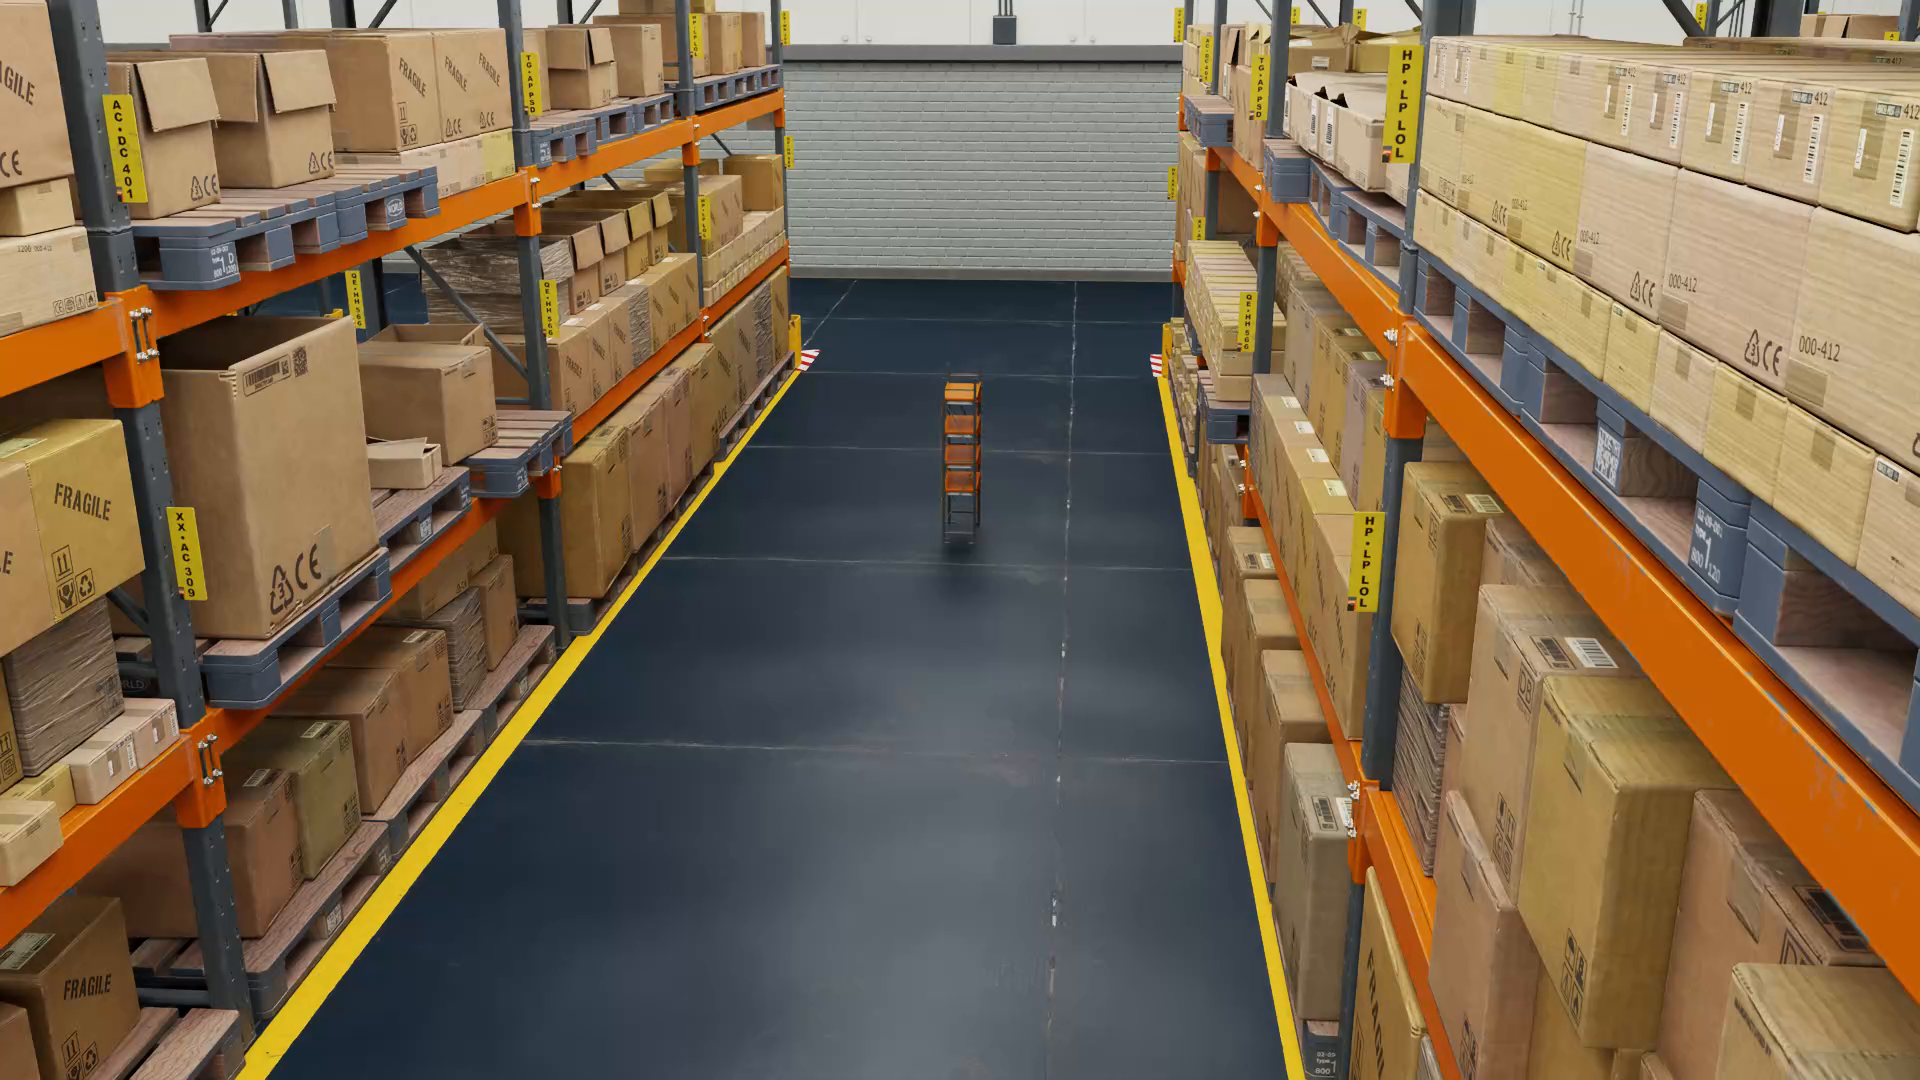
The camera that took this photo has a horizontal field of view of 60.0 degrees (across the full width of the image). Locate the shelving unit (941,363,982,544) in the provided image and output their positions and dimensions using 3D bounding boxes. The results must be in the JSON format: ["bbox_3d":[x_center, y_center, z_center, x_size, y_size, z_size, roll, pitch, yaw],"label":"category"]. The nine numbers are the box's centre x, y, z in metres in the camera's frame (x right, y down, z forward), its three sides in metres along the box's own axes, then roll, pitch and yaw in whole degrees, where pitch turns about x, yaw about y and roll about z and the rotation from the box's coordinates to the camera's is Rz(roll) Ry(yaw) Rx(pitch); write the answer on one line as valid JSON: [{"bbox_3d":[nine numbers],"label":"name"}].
[{"bbox_3d":[0.012,-0.622,11.893,0.258,1.200,0.503,1,18,4],"label":"shelving unit"}]

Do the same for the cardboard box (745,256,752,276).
[{"bbox_3d":[-2.098,-2.485,15.092,0.380,0.149,0.250,1,18,2],"label":"cardboard box"}]

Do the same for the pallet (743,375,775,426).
[{"bbox_3d":[-2.344,-1.325,15.627,1.003,0.211,1.213,1,18,4],"label":"pallet"}]

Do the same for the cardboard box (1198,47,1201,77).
[{"bbox_3d":[2.240,-3.958,13.804,0.500,0.250,0.500,2,18,6],"label":"cardboard box"}]

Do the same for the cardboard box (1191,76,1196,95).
[{"bbox_3d":[2.264,-3.872,14.347,0.500,0.250,0.500,1,18,4],"label":"cardboard box"}]

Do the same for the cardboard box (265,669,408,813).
[{"bbox_3d":[-2.977,0.916,7.618,0.700,0.500,0.500,0,18,-1],"label":"cardboard box"}]

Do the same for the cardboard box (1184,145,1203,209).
[{"bbox_3d":[2.246,-3.190,14.597,0.500,0.500,0.500,1,18,2],"label":"cardboard box"}]

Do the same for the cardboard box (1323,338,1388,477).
[{"bbox_3d":[1.944,-0.559,7.047,0.700,0.500,0.500,1,18,3],"label":"cardboard box"}]

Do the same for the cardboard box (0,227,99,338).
[{"bbox_3d":[-2.907,-0.758,4.842,0.500,0.250,0.500,2,18,6],"label":"cardboard box"}]

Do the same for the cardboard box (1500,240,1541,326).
[{"bbox_3d":[1.369,-0.540,3.506,0.380,0.149,0.250,1,18,3],"label":"cardboard box"}]

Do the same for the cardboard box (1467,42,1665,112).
[{"bbox_3d":[1.404,-1.078,3.865,0.380,0.149,0.250,1,18,3],"label":"cardboard box"}]

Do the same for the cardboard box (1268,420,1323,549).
[{"bbox_3d":[1.720,-0.251,7.710,0.500,0.500,0.500,1,18,4],"label":"cardboard box"}]

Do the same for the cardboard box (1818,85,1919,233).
[{"bbox_3d":[1.259,-0.448,1.945,0.380,0.149,0.250,2,18,5],"label":"cardboard box"}]

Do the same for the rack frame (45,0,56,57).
[{"bbox_3d":[-7.502,-4.997,12.721,1.000,3.000,0.127,1,18,4],"label":"rack frame"}]

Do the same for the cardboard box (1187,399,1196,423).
[{"bbox_3d":[2.091,-1.069,13.794,0.380,0.149,0.250,0,18,1],"label":"cardboard box"}]

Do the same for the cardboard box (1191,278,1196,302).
[{"bbox_3d":[1.839,-1.761,11.733,0.380,0.149,0.250,1,18,2],"label":"cardboard box"}]

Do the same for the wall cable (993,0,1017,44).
[{"bbox_3d":[1.568,-9.337,20.799,2.277,5.999,0.120,1,18,4],"label":"wall cable"}]

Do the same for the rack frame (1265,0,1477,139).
[{"bbox_3d":[2.092,-3.502,8.159,1.000,3.000,0.127,1,18,4],"label":"rack frame"}]

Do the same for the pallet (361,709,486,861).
[{"bbox_3d":[-2.996,1.152,8.067,1.003,0.211,1.213,1,18,4],"label":"pallet"}]

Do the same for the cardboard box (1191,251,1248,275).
[{"bbox_3d":[1.857,-1.978,11.916,0.380,0.149,0.250,1,18,4],"label":"cardboard box"}]

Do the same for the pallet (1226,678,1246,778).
[{"bbox_3d":[1.960,0.917,8.785,1.003,0.211,1.213,1,18,4],"label":"pallet"}]

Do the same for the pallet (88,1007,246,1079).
[{"bbox_3d":[-3.148,1.984,5.531,1.003,0.211,1.213,1,18,4],"label":"pallet"}]

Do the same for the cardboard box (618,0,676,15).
[{"bbox_3d":[-2.488,-4.404,13.529,0.500,0.250,0.500,0,18,0],"label":"cardboard box"}]

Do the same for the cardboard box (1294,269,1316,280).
[{"bbox_3d":[2.450,-1.723,11.136,0.380,0.149,0.250,0,18,1],"label":"cardboard box"}]

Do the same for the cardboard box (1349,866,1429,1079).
[{"bbox_3d":[1.690,1.595,4.976,0.875,0.875,0.875,2,18,5],"label":"cardboard box"}]

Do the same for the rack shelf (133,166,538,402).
[{"bbox_3d":[-2.992,-1.256,7.276,1.077,0.370,4.000,1,18,4],"label":"rack shelf"}]

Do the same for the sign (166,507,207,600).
[{"bbox_3d":[-2.593,0.047,5.571,0.100,0.325,0.005,1,18,4],"label":"sign"}]

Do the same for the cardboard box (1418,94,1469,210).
[{"bbox_3d":[1.491,-1.006,4.286,0.500,0.250,0.500,1,18,4],"label":"cardboard box"}]

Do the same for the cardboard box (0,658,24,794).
[{"bbox_3d":[-3.300,0.553,4.780,0.875,0.500,0.500,1,18,4],"label":"cardboard box"}]

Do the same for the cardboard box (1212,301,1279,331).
[{"bbox_3d":[1.709,-1.336,9.956,0.380,0.149,0.250,2,18,6],"label":"cardboard box"}]

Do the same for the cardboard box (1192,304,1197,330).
[{"bbox_3d":[1.819,-1.541,11.537,0.380,0.149,0.250,0,18,1],"label":"cardboard box"}]

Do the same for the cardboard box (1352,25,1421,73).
[{"bbox_3d":[2.433,-2.767,9.345,0.396,0.266,0.258,1,18,4],"label":"cardboard box"}]

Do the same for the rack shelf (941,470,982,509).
[{"bbox_3d":[0.012,-0.369,11.976,0.258,0.148,0.480,1,18,4],"label":"rack shelf"}]

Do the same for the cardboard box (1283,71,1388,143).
[{"bbox_3d":[1.820,-2.061,7.888,0.500,0.311,0.500,1,18,4],"label":"cardboard box"}]

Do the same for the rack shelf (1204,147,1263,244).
[{"bbox_3d":[2.235,-2.356,10.634,1.077,0.370,4.000,1,18,4],"label":"rack shelf"}]

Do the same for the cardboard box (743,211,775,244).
[{"bbox_3d":[-2.082,-3.034,16.128,0.500,0.250,0.500,1,18,3],"label":"cardboard box"}]

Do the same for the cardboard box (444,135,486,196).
[{"bbox_3d":[-2.660,-1.840,8.144,0.500,0.250,0.500,1,18,4],"label":"cardboard box"}]

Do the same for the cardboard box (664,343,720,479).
[{"bbox_3d":[-2.587,-1.026,12.976,1.225,0.875,0.875,1,18,4],"label":"cardboard box"}]

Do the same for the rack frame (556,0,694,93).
[{"bbox_3d":[-2.561,-4.886,12.384,1.000,3.000,0.127,1,18,4],"label":"rack frame"}]

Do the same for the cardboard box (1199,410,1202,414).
[{"bbox_3d":[2.062,-1.038,12.409,0.500,0.250,0.500,0,18,1],"label":"cardboard box"}]

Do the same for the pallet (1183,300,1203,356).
[{"bbox_3d":[2.179,-1.568,12.200,1.003,0.211,1.213,1,18,4],"label":"pallet"}]

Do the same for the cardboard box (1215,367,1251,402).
[{"bbox_3d":[1.669,-0.895,9.566,0.380,0.149,0.250,2,18,5],"label":"cardboard box"}]

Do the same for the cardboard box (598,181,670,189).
[{"bbox_3d":[-2.755,-2.766,14.107,0.500,0.500,0.500,1,18,4],"label":"cardboard box"}]

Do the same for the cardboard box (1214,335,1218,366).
[{"bbox_3d":[1.690,-1.119,9.773,0.380,0.149,0.250,2,18,6],"label":"cardboard box"}]

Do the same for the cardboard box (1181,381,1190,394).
[{"bbox_3d":[2.211,-1.344,15.112,0.380,0.149,0.250,1,18,4],"label":"cardboard box"}]

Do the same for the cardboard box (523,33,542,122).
[{"bbox_3d":[-2.876,-2.658,9.561,0.797,0.503,0.637,2,18,7],"label":"cardboard box"}]

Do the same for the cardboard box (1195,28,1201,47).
[{"bbox_3d":[2.193,-4.259,14.085,0.380,0.149,0.250,1,18,3],"label":"cardboard box"}]

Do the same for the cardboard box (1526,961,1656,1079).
[{"bbox_3d":[1.679,1.138,3.392,0.875,0.550,0.500,1,18,4],"label":"cardboard box"}]

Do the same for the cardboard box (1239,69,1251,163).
[{"bbox_3d":[1.902,-2.463,9.644,0.500,0.500,0.500,1,18,4],"label":"cardboard box"}]

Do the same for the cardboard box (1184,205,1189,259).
[{"bbox_3d":[2.266,-2.714,14.751,0.500,0.500,0.500,1,18,2],"label":"cardboard box"}]

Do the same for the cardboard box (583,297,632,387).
[{"bbox_3d":[-2.474,-1.305,10.928,0.500,0.500,0.500,1,18,3],"label":"cardboard box"}]

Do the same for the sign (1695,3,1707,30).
[{"bbox_3d":[7.057,-4.949,15.862,0.100,0.325,0.005,1,18,4],"label":"sign"}]

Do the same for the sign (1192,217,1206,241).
[{"bbox_3d":[1.837,-2.315,12.779,0.100,0.325,0.005,1,18,4],"label":"sign"}]

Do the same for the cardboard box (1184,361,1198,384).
[{"bbox_3d":[2.158,-1.460,14.510,0.380,0.149,0.250,0,18,1],"label":"cardboard box"}]

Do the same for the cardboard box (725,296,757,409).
[{"bbox_3d":[-2.370,-1.708,15.057,0.875,0.875,0.875,1,18,4],"label":"cardboard box"}]
